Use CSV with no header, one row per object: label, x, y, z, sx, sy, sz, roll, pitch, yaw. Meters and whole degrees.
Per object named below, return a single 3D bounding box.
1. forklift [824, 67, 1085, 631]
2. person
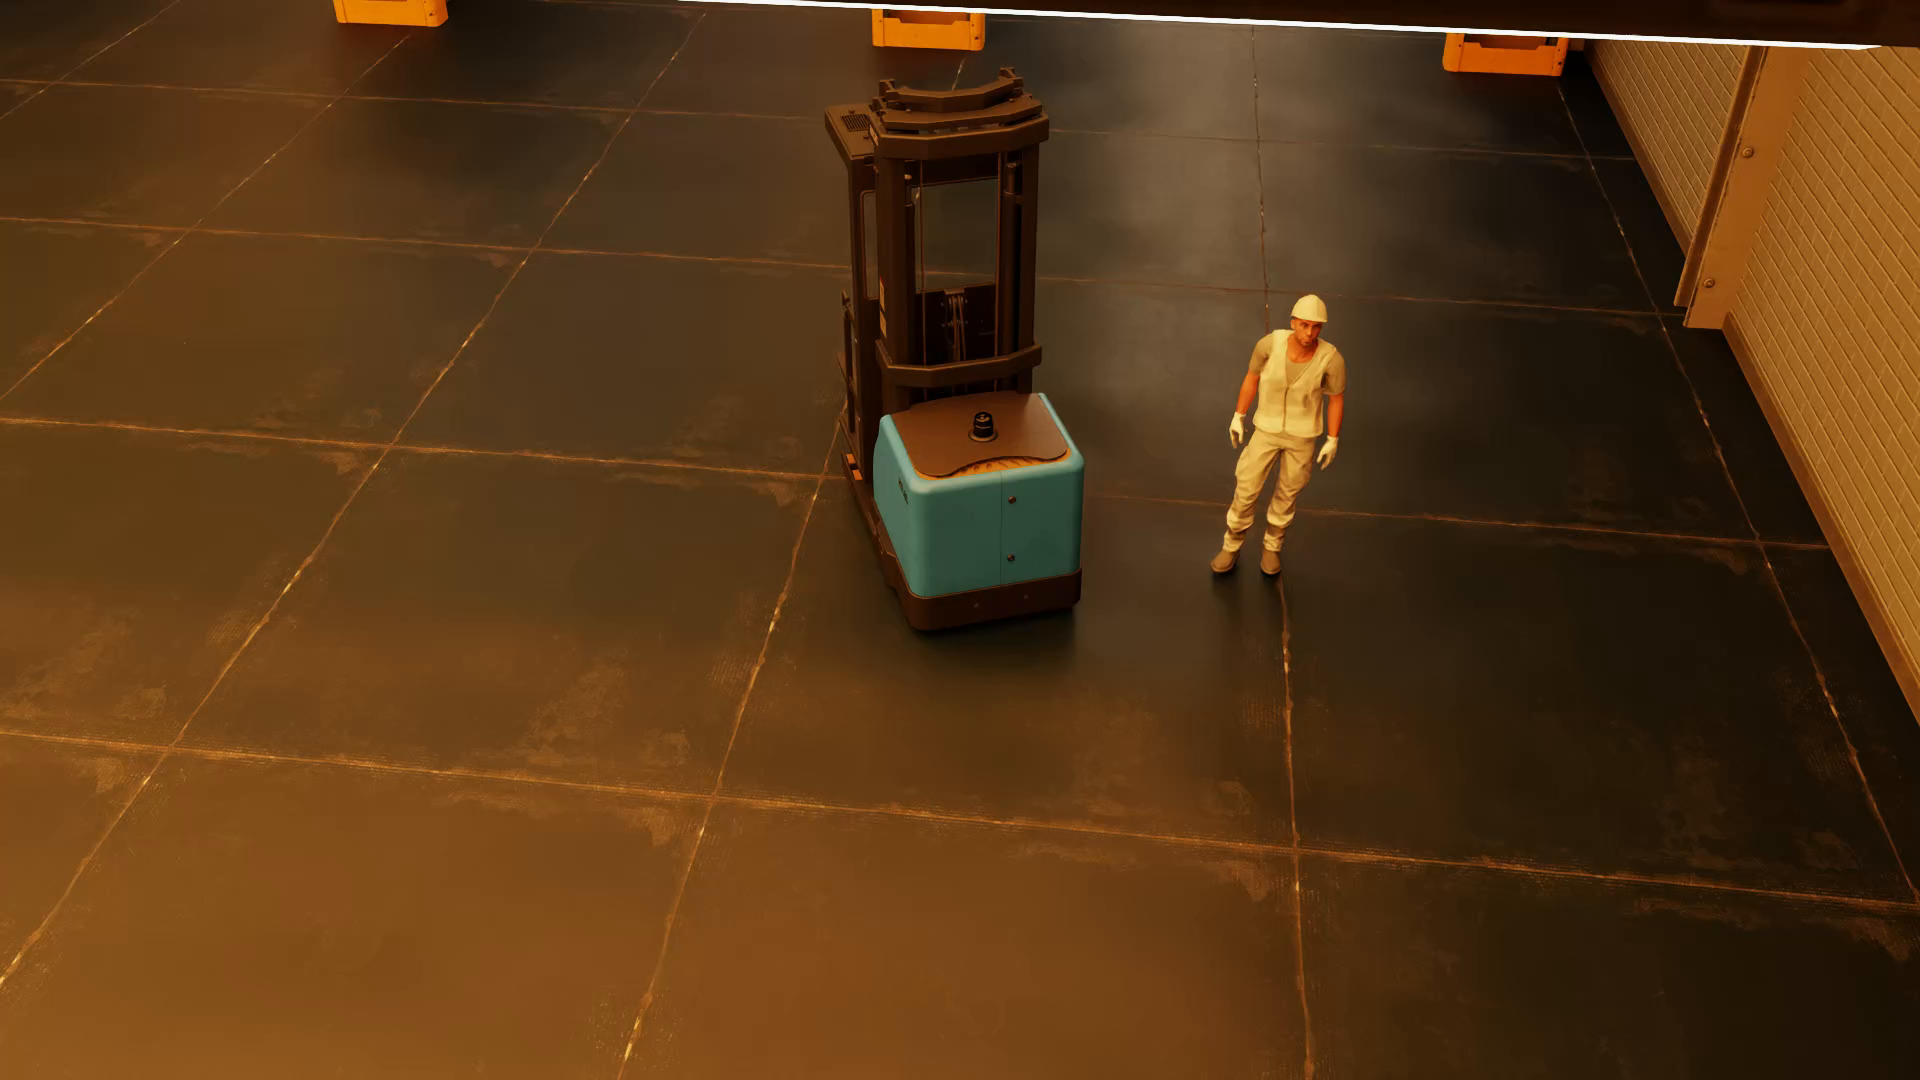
forklift,-0.159,-1.528,10.103,1.130,2.935,3.031,-9,37,-12
person,1.894,-0.586,9.775,0.638,1.787,0.560,11,38,14
